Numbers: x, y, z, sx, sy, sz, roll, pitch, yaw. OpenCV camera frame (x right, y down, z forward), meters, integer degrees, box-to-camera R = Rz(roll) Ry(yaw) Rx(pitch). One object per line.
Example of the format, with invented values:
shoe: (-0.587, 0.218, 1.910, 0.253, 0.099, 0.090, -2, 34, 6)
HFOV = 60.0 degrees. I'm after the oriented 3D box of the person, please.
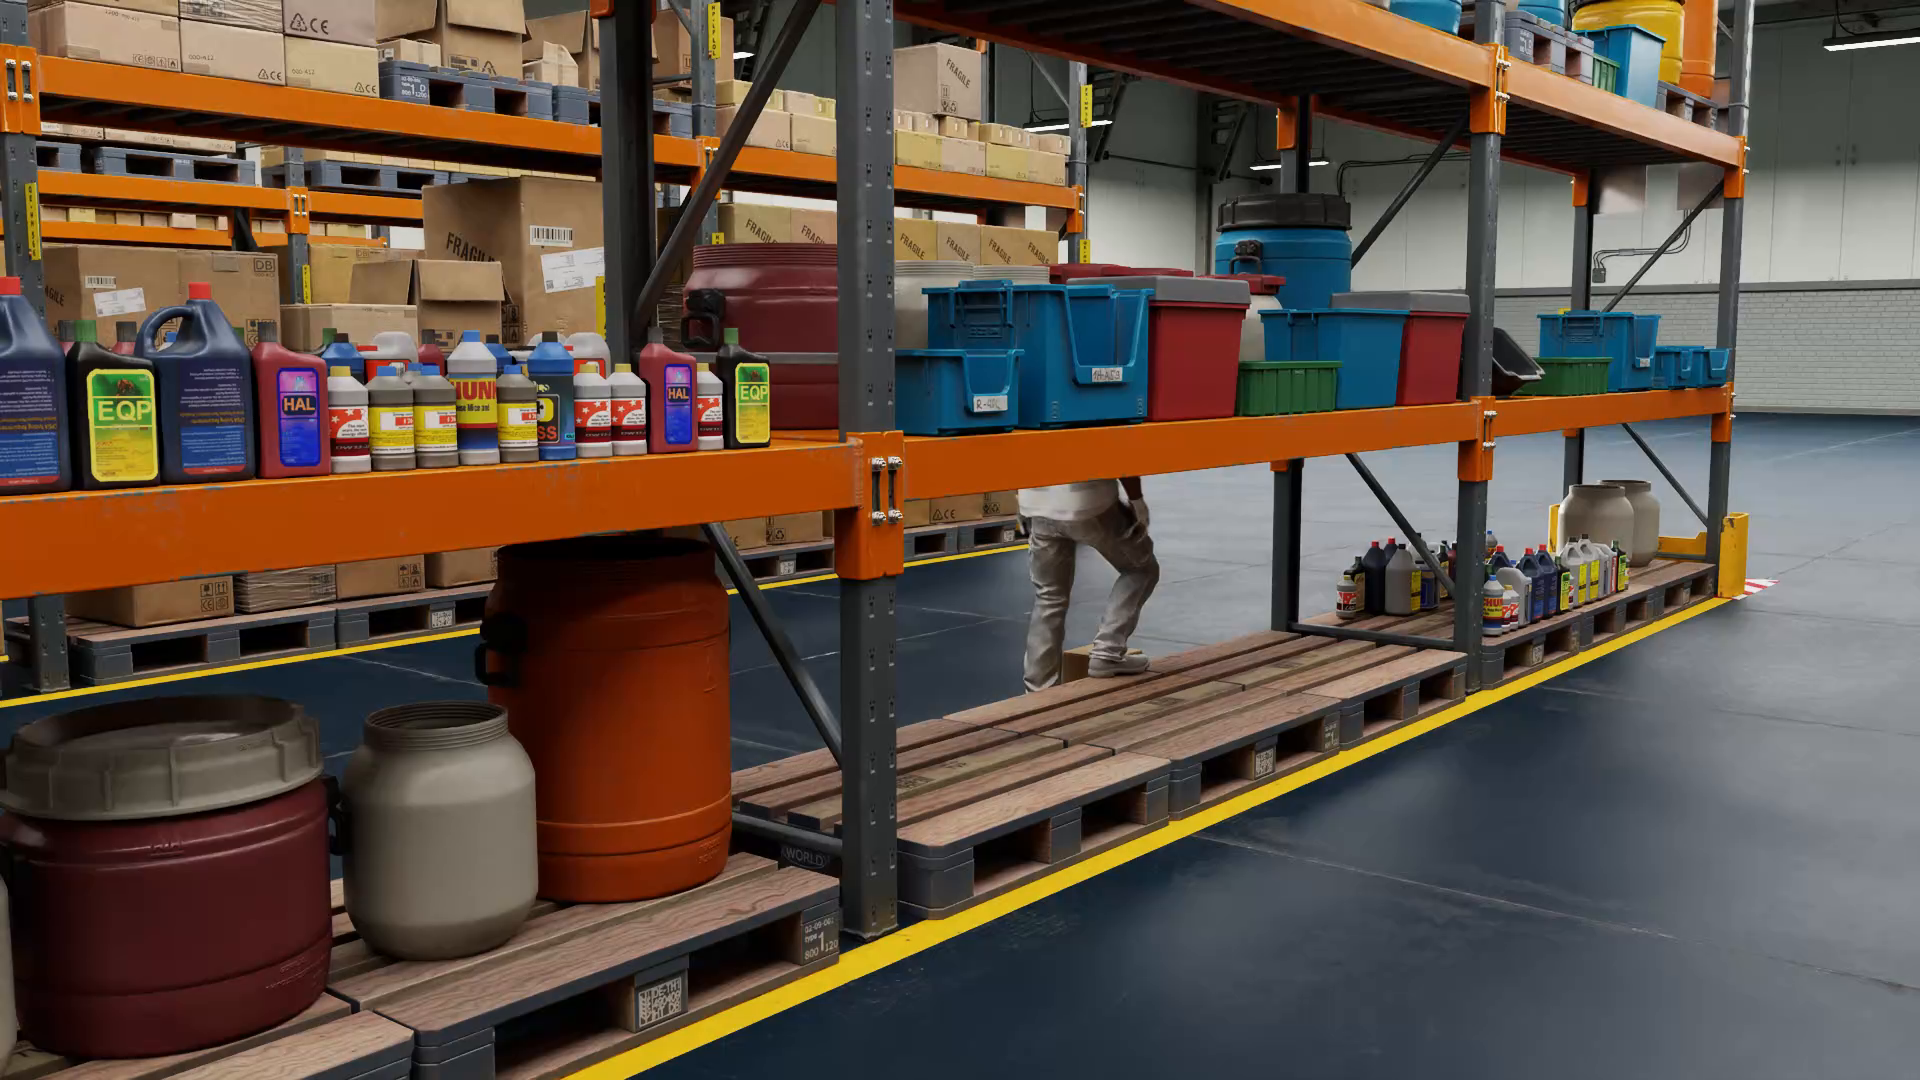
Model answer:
person: (0.500, -0.141, 6.870, 0.620, 1.780, 0.519, 5, 8, 36)
